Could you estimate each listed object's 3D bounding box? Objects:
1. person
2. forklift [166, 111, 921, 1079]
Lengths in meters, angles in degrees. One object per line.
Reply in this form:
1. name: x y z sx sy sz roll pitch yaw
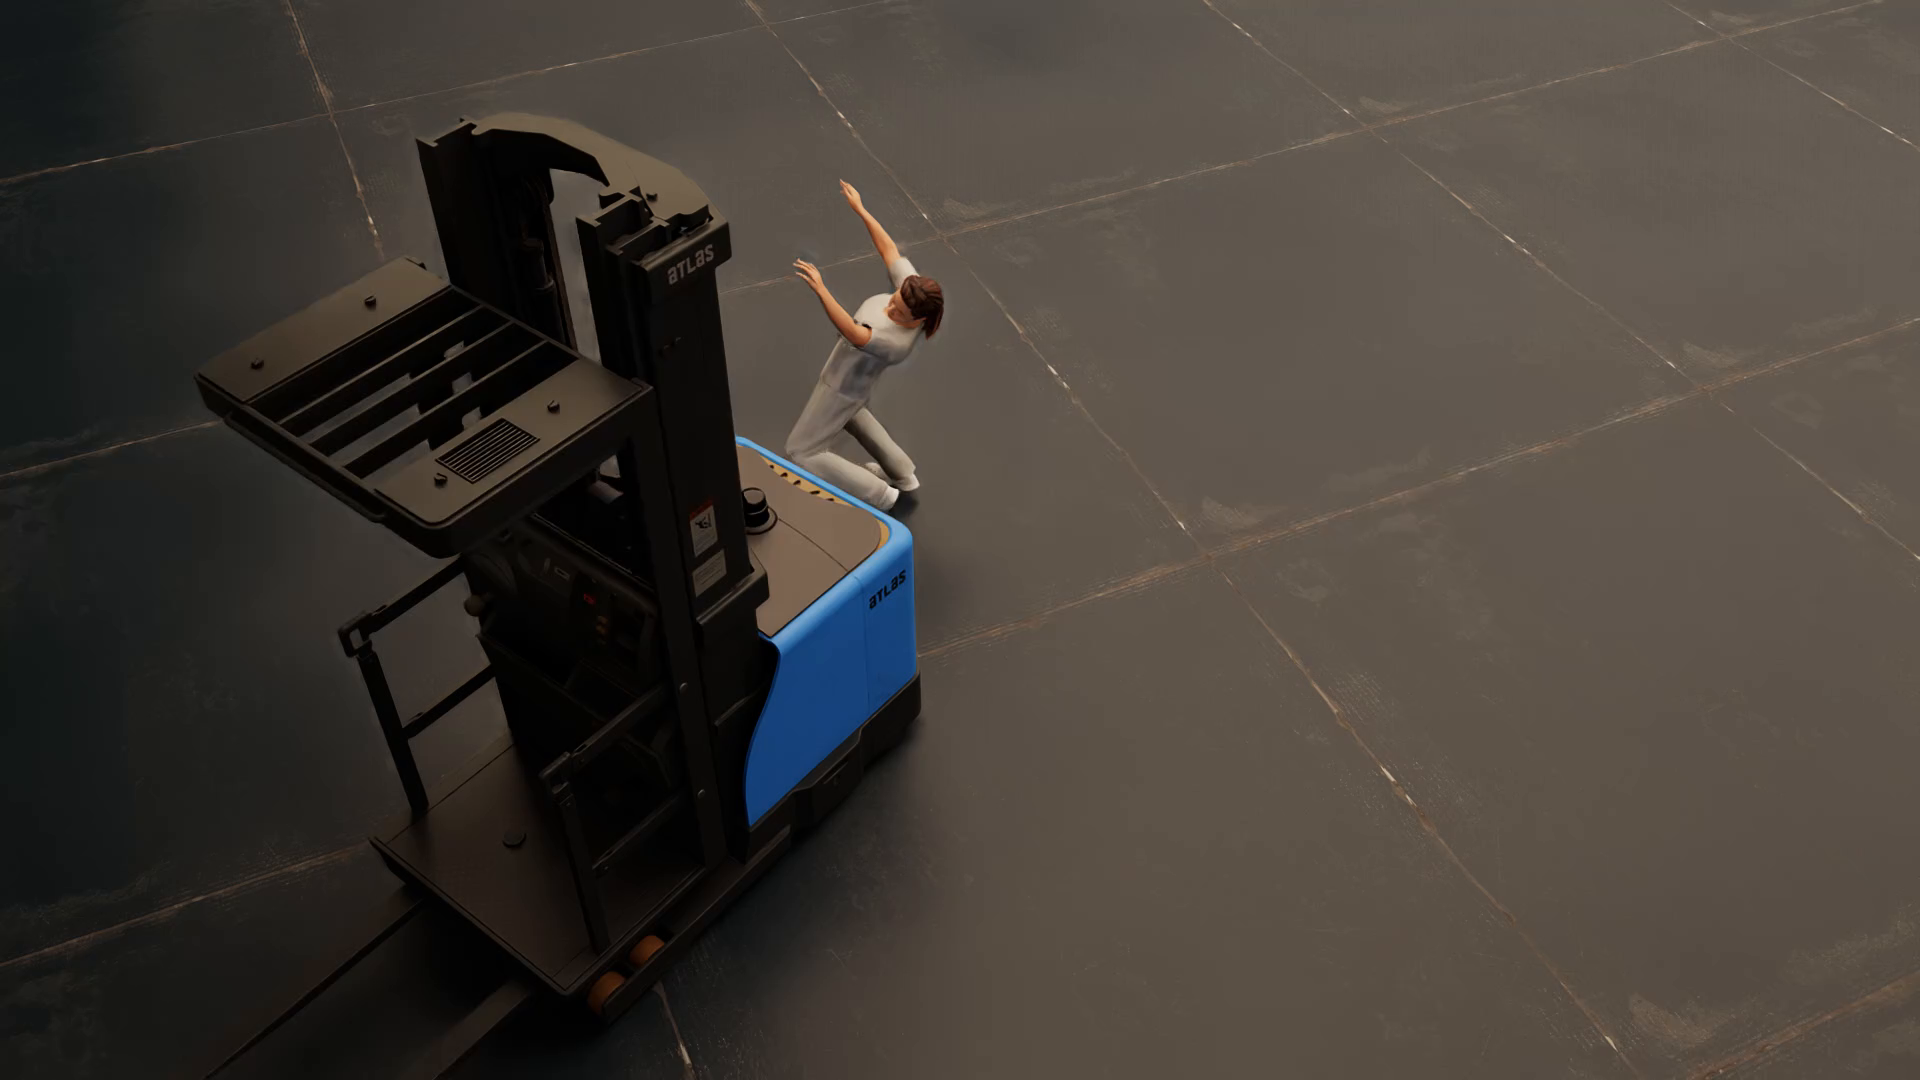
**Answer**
1. person: -0.380 -0.792 7.517 0.691 1.556 0.877 11 44 11
2. forklift: -1.470 0.259 5.403 1.130 2.935 3.031 28 50 27
